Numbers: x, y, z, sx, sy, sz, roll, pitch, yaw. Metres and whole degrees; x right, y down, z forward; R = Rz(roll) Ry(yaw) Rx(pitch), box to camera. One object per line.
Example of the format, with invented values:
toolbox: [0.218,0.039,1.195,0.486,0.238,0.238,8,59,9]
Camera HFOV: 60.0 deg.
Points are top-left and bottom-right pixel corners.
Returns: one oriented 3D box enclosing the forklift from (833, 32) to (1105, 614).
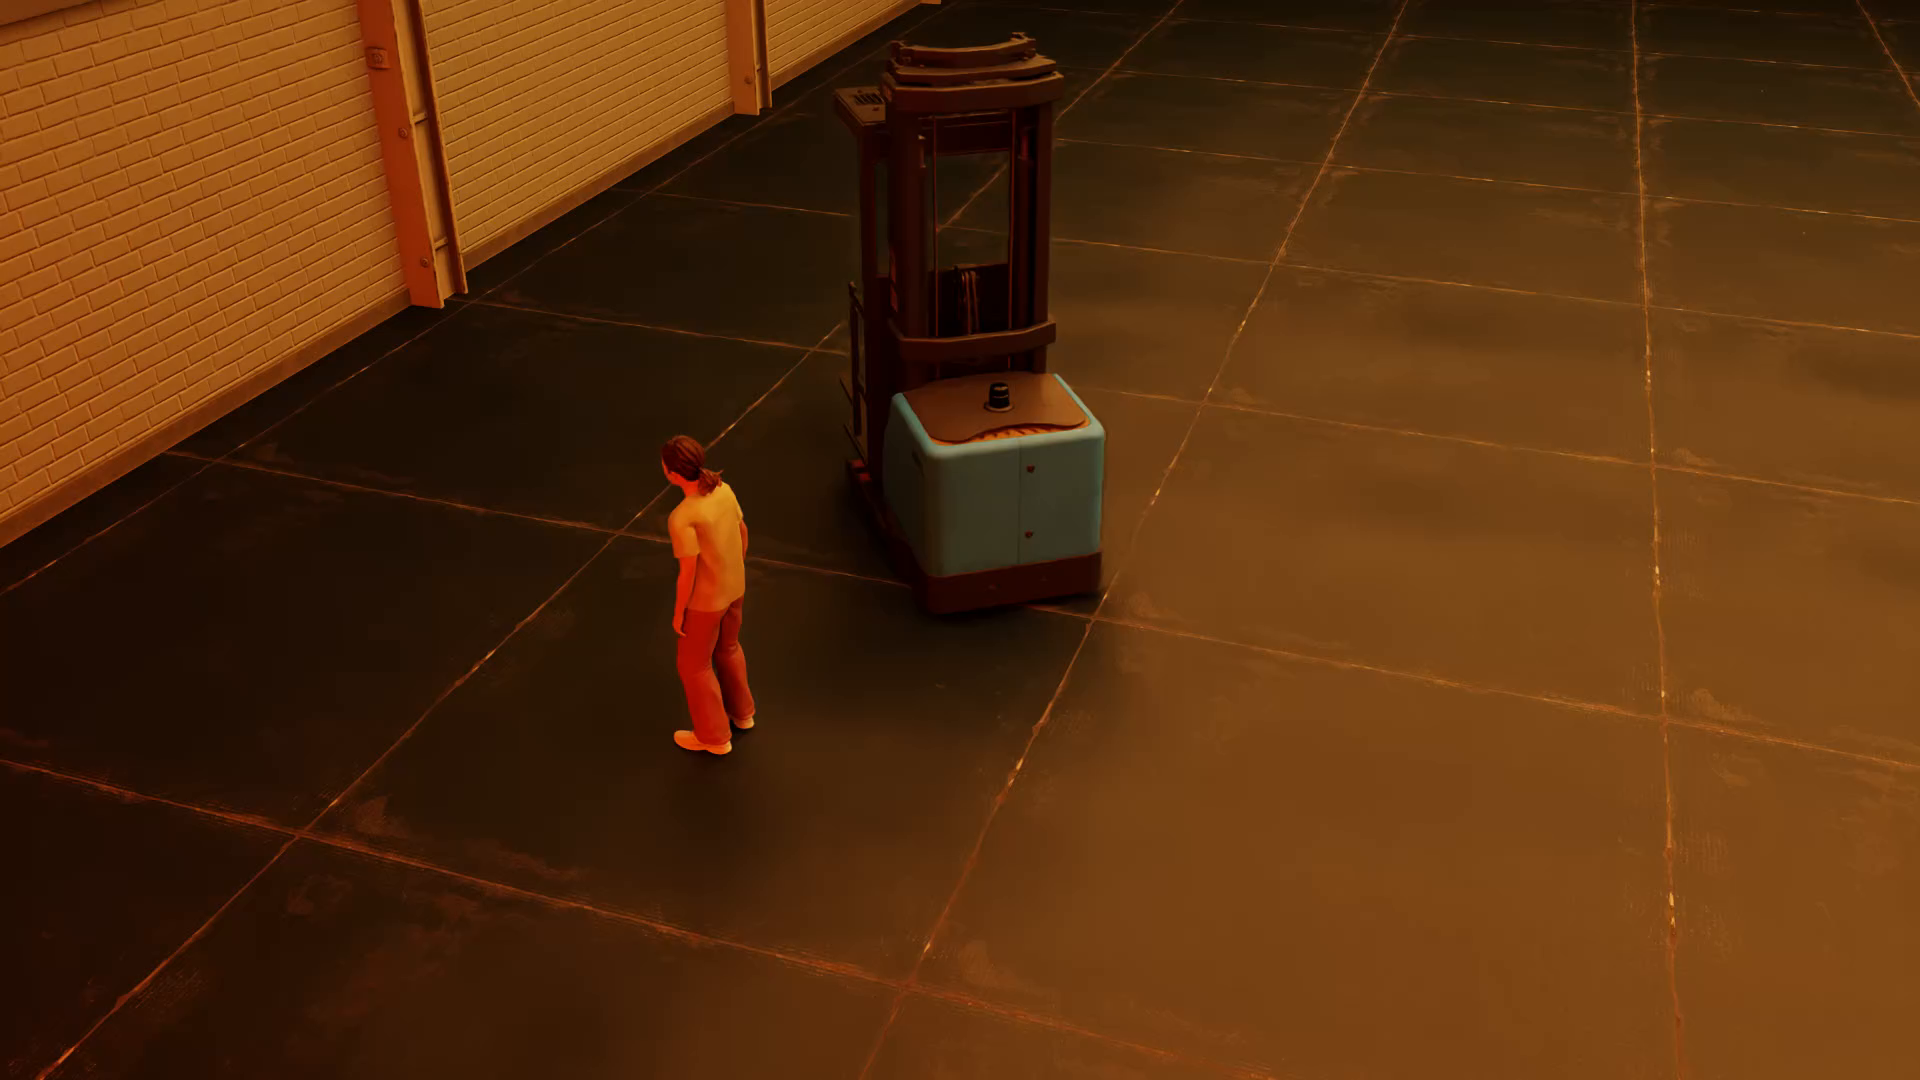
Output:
forklift: [-0.098,-1.579,9.907,1.130,2.935,3.031,-8,31,-14]

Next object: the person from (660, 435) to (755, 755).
person: [-1.221,0.261,7.951,0.370,1.671,0.517,15,33,25]
